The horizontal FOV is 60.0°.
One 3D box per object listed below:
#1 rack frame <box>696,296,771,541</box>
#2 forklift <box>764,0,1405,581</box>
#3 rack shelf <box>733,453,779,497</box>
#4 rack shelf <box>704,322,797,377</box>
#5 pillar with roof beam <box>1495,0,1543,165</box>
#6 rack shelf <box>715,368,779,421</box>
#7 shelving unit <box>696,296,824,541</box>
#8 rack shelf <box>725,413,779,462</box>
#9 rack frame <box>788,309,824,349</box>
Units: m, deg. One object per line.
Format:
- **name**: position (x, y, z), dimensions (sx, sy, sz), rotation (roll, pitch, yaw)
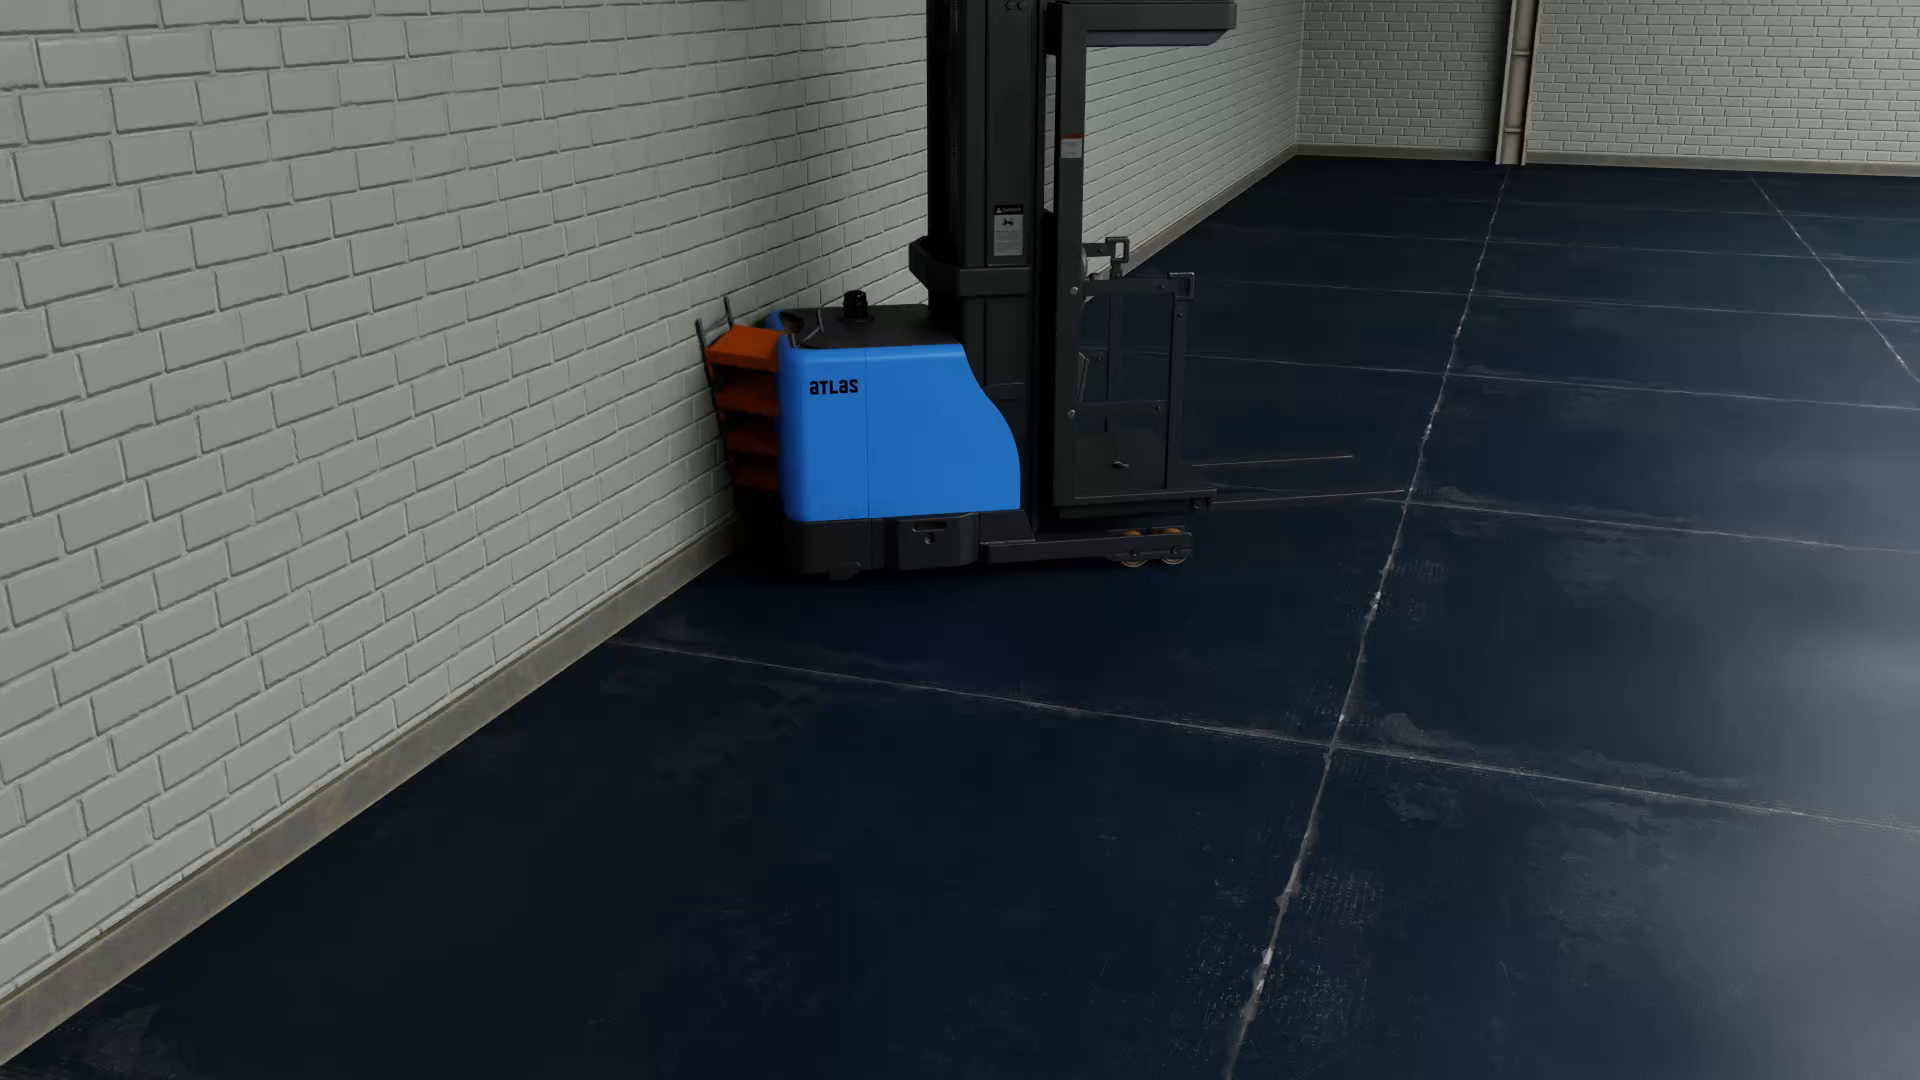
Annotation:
- **rack frame**: position (-1.038, -0.549, 7.787), dimensions (0.015, 1.200, 0.240), rotation (11, 39, 26)
- **forklift**: position (0.617, -1.424, 7.709), dimensions (3.031, 2.935, 1.130), rotation (-4, 20, -11)
- **rack shelf**: position (-0.790, -0.291, 7.833), dimensions (0.480, 0.148, 0.258), rotation (11, 39, 26)
- **rack shelf**: position (-0.869, -0.826, 7.456), dimensions (0.480, 0.148, 0.258), rotation (11, 39, 26)
- **pillar with roof beam**: position (6.220, -8.136, 17.746), dimensions (0.400, 9.000, 9.100), rotation (7, 20, 18)
- **rack shelf**: position (-0.841, -0.634, 7.592), dimensions (0.480, 0.148, 0.258), rotation (11, 39, 26)
- **shelving unit**: position (-0.822, -0.507, 7.681), dimensions (0.503, 1.200, 0.258), rotation (11, 39, 26)
- **rack shelf**: position (-0.814, -0.452, 7.719), dimensions (0.480, 0.148, 0.258), rotation (11, 39, 26)
- **rack frame**: position (-0.606, -0.464, 7.575), dimensions (0.015, 1.200, 0.240), rotation (11, 39, 26)
